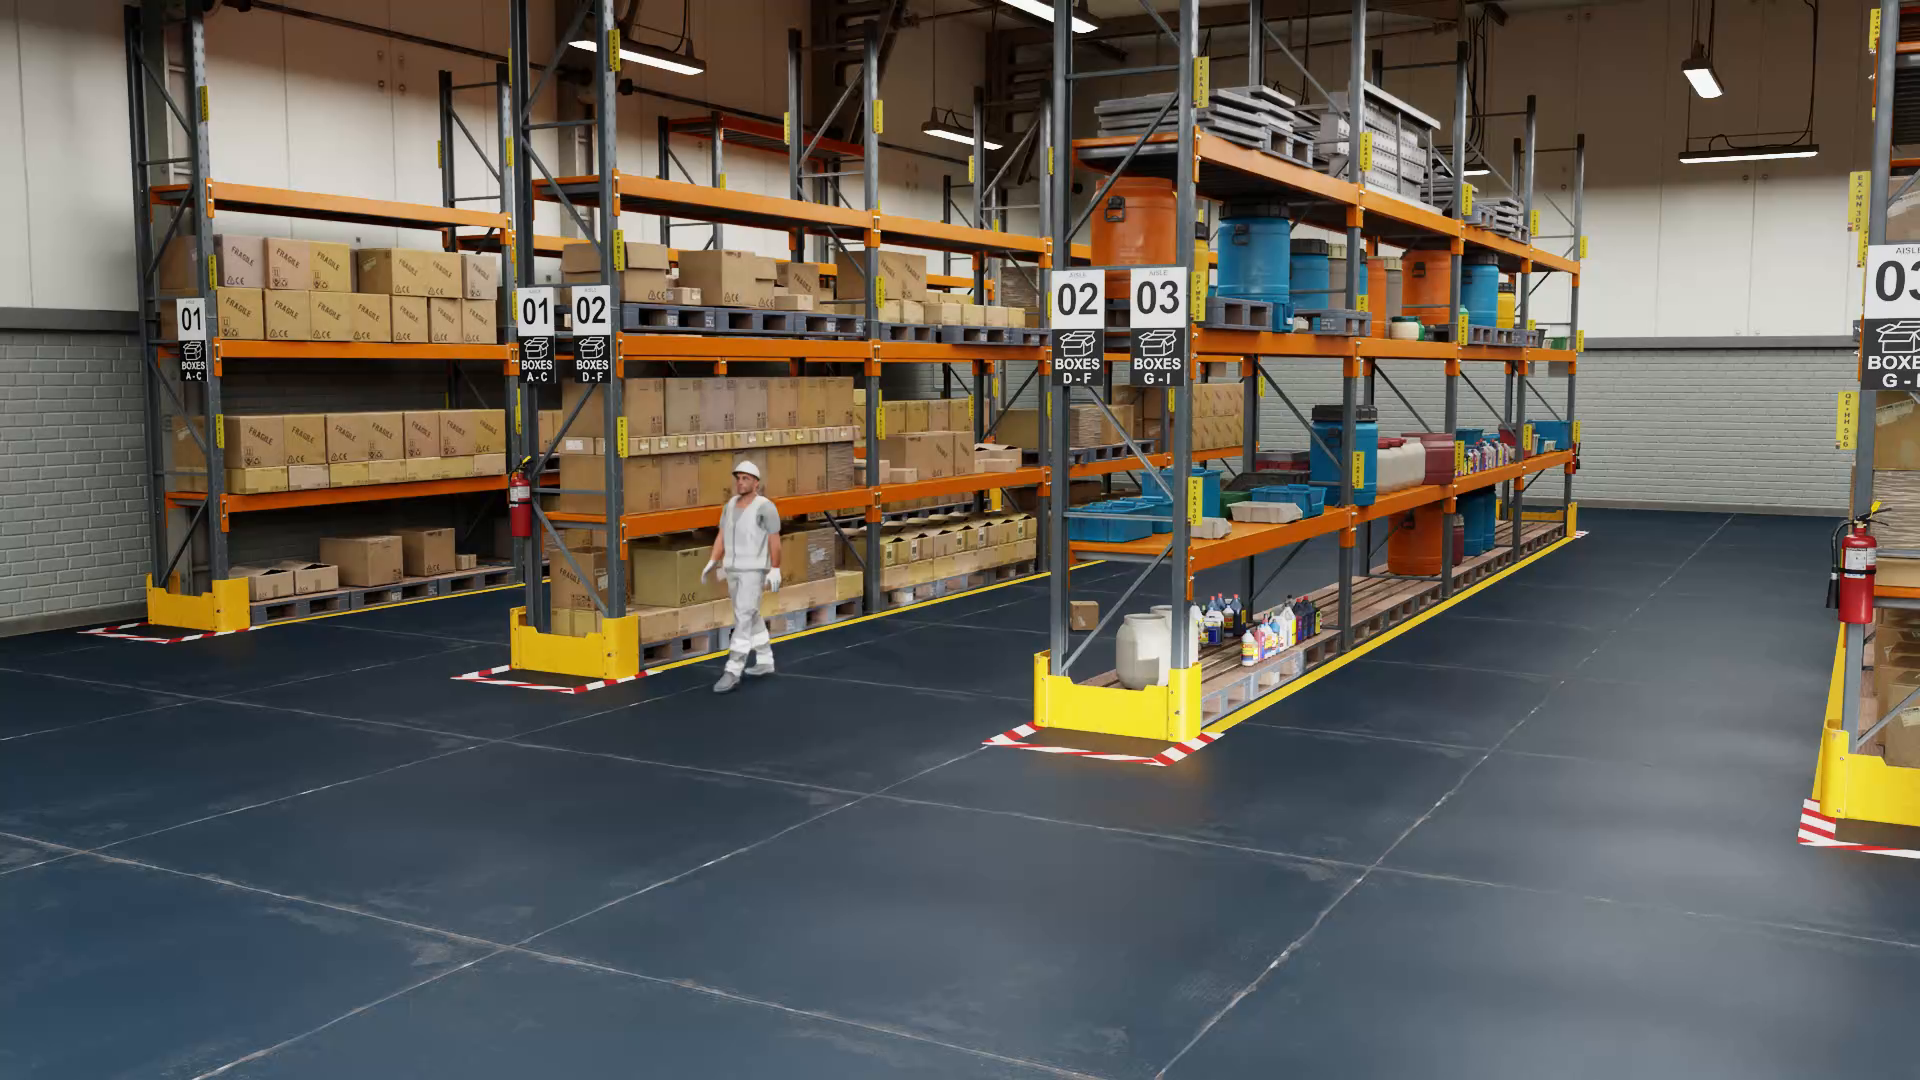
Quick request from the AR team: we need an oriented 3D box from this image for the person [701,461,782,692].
[{"bbox_3d":[-1.788,0.259,13.302,0.528,1.770,0.856,4,7,37],"label":"person"}]
